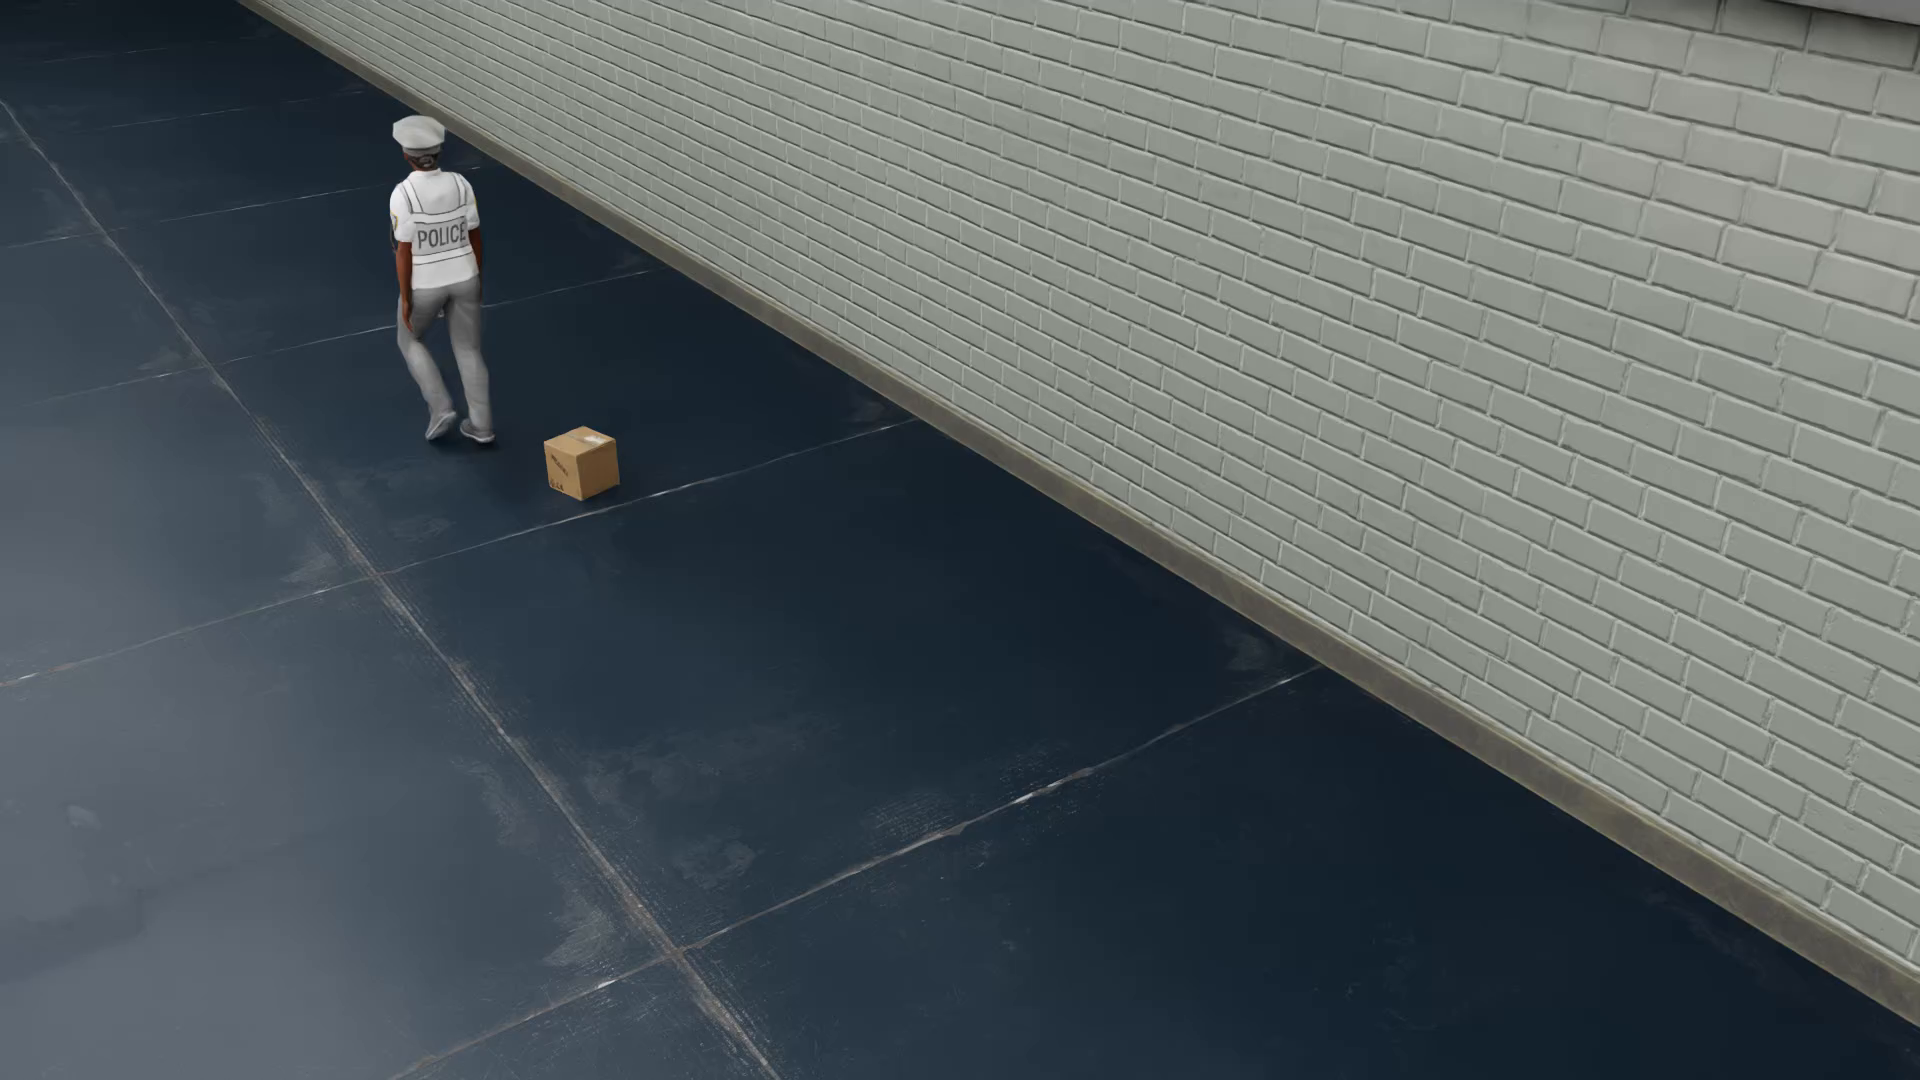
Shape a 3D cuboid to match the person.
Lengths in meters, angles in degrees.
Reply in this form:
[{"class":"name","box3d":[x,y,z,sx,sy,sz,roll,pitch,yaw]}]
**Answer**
[{"class":"person","box3d":[-2.639,-1.277,8.435,0.484,1.737,0.489,-19,34,-31]}]
